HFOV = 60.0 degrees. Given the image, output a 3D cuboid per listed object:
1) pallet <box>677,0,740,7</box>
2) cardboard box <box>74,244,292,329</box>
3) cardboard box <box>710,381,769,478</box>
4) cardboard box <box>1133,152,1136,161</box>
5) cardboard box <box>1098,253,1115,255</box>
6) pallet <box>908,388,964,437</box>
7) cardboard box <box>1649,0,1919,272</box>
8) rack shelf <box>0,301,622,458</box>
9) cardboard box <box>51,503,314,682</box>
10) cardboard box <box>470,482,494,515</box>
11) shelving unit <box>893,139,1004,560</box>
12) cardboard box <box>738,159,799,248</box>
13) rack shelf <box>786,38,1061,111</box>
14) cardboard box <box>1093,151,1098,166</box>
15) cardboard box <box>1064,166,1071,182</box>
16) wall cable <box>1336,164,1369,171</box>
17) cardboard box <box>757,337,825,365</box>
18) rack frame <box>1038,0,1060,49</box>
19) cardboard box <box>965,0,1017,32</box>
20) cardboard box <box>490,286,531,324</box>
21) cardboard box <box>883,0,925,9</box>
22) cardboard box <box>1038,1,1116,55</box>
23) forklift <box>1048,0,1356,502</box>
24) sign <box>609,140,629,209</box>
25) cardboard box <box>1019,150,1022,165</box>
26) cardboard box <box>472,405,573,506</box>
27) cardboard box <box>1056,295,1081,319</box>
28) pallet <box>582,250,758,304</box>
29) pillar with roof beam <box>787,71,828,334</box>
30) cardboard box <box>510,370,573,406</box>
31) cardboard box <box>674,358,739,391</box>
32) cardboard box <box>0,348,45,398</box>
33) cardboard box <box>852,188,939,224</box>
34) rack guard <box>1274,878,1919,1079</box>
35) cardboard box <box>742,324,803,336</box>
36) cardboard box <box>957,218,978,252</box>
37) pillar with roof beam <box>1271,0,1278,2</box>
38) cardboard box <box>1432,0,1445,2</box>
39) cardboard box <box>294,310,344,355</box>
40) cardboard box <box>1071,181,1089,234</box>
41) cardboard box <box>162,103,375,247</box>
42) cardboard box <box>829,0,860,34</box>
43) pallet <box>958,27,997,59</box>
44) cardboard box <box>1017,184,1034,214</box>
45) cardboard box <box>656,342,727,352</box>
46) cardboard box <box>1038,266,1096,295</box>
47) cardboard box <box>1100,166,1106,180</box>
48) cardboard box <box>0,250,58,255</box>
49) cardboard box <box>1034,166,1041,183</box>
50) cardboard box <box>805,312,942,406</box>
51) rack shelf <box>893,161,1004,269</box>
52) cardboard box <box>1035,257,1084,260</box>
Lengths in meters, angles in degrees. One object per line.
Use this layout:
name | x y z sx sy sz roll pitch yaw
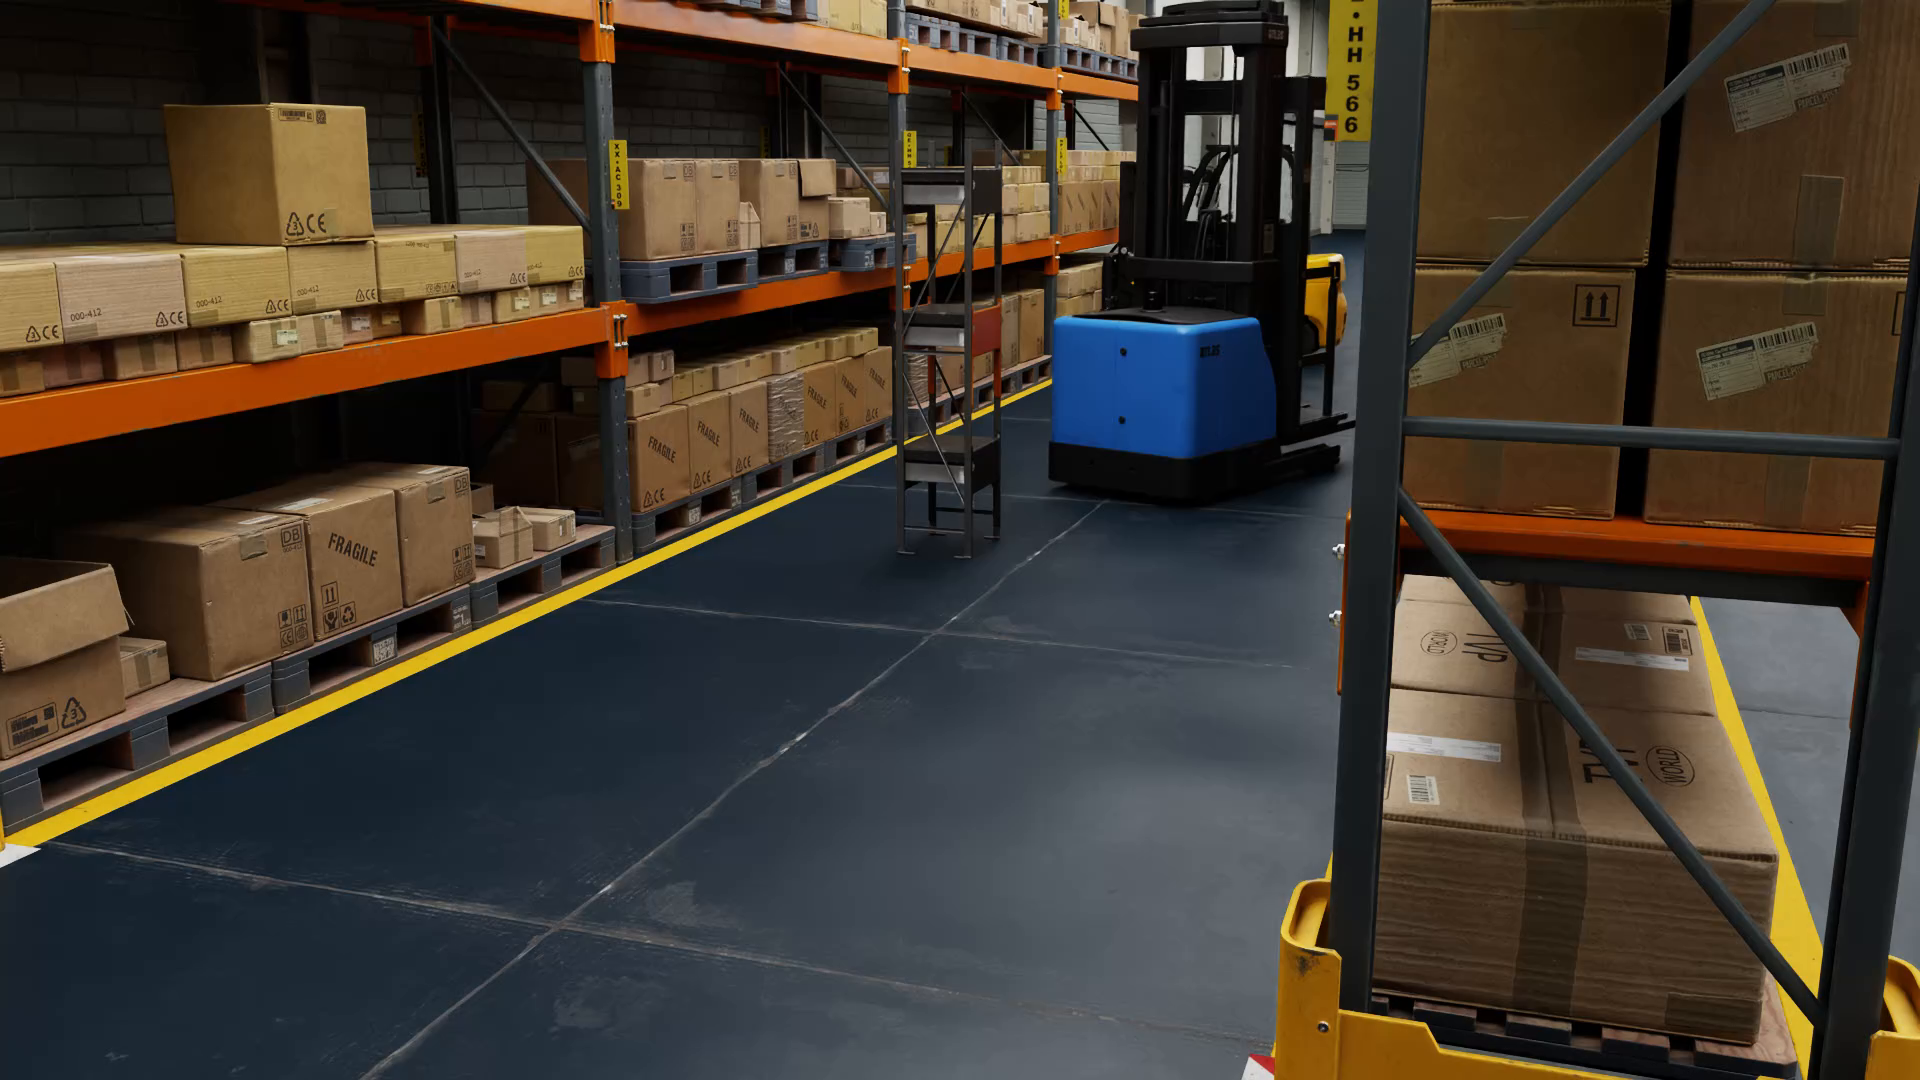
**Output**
pallet | -1.888 -2.882 8.556 1.213 0.211 1.003 4 14 18
cardboard box | -2.734 -0.898 5.851 0.500 0.250 0.500 4 13 17
cardboard box | -1.467 -0.669 9.850 0.500 0.500 0.500 4 13 17
cardboard box | 1.750 -4.271 18.609 0.380 0.149 0.250 4 14 18
cardboard box | 1.863 -3.138 18.984 0.500 0.250 0.500 5 14 20
pallet | -0.568 -1.032 13.037 1.003 0.211 1.213 4 14 18
cardboard box | 1.663 -0.797 3.268 0.500 0.500 0.500 4 13 17
rack shelf | -2.813 -0.607 6.525 1.077 0.370 4.000 4 14 18
cardboard box | -2.859 0.178 6.142 0.700 0.500 0.500 5 14 21
cardboard box | -2.603 -0.151 8.007 0.500 0.311 0.500 5 14 20
shelving unit | -0.054 -0.989 8.602 0.431 2.100 0.503 4 14 18
cardboard box | -1.376 -1.993 9.809 0.700 0.500 0.500 4 14 18
rack shelf | -0.224 -3.754 13.571 1.077 0.370 4.000 4 14 18
cardboard box | 1.212 -3.950 17.203 0.380 0.149 0.250 4 14 19
cardboard box | 0.857 -3.531 16.037 0.380 0.149 0.250 5 14 20
wall cable | 12.550 -12.077 48.655 3.097 2.526 0.112 4 14 18
cardboard box | -1.106 -1.237 10.884 0.380 0.149 0.250 5 14 20
rack frame | 0.423 -5.988 15.002 1.000 3.000 0.127 4 14 18
cardboard box | 0.171 -4.405 13.835 0.500 0.311 0.500 4 13 16
cardboard box | -2.155 -1.059 7.450 0.380 0.149 0.250 5 14 20
cardboard box | -0.471 -3.875 11.840 0.380 0.166 0.250 4 14 18
cardboard box | 1.153 -5.232 17.030 0.797 0.503 0.637 5 14 20
forklift | 1.872 -1.923 10.828 1.130 2.935 3.031 10 16 38
sign | -1.650 -1.764 8.029 0.100 0.325 0.005 4 14 18
cardboard box | 0.789 -3.682 16.029 0.380 0.149 0.250 5 14 19
cardboard box | -2.286 -0.490 9.068 0.500 0.500 0.500 4 14 18
cardboard box | 0.872 -2.251 16.222 0.500 0.250 0.500 4 14 18
pallet | -1.804 -1.446 9.014 1.003 0.211 1.213 4 14 18
pillar with roof beam | 2.771 -5.176 11.441 9.100 9.000 0.400 4 14 18
cardboard box | -2.239 -0.836 9.124 0.380 0.149 0.250 4 14 18
cardboard box | -1.517 -0.965 9.692 0.380 0.149 0.250 4 14 18
cardboard box | -3.055 -0.521 5.094 0.380 0.149 0.250 5 14 20
cardboard box | -0.473 -2.466 12.265 0.500 0.250 0.500 4 14 18
rack guard | 1.230 1.043 3.294 1.175 0.500 0.348 4 14 18
cardboard box | -1.335 -1.436 11.756 0.380 0.149 0.250 5 14 21
cardboard box | -0.169 -2.439 13.269 0.500 0.250 0.500 4 13 17
pillar with roof beam | 10.536 -10.229 33.581 9.100 9.000 0.400 4 14 18
cardboard box | 1.228 -1.238 3.744 0.380 0.149 0.250 4 14 18
cardboard box | -2.564 -0.789 6.267 0.380 0.149 0.250 5 14 20
cardboard box | 0.966 -3.298 16.471 0.500 0.500 0.500 5 14 19
cardboard box | -2.573 -1.367 6.217 0.500 0.500 0.500 5 14 20
cardboard box | -0.970 -3.379 10.649 0.500 0.250 0.500 4 14 19
pallet | -0.377 -3.977 13.354 1.003 0.211 1.213 5 14 21
cardboard box | 0.346 -3.004 14.620 0.500 0.250 0.500 4 13 17
cardboard box | -1.703 -1.160 10.546 0.380 0.149 0.250 4 14 19
cardboard box | 1.051 -2.602 16.634 0.500 0.250 0.500 4 14 18
cardboard box | 1.294 -3.801 17.218 0.380 0.149 0.250 4 13 17
cardboard box | -3.394 -0.833 5.567 0.500 0.250 0.500 4 14 19
cardboard box | 0.523 -3.341 15.201 0.380 0.149 0.250 5 14 20
cardboard box | -0.657 -1.399 12.768 0.875 0.625 0.625 5 14 20
rack shelf | -0.054 -1.658 8.449 0.431 0.518 0.480 4 14 18
cardboard box | 1.052 -2.960 18.204 0.500 0.250 0.500 4 14 18
